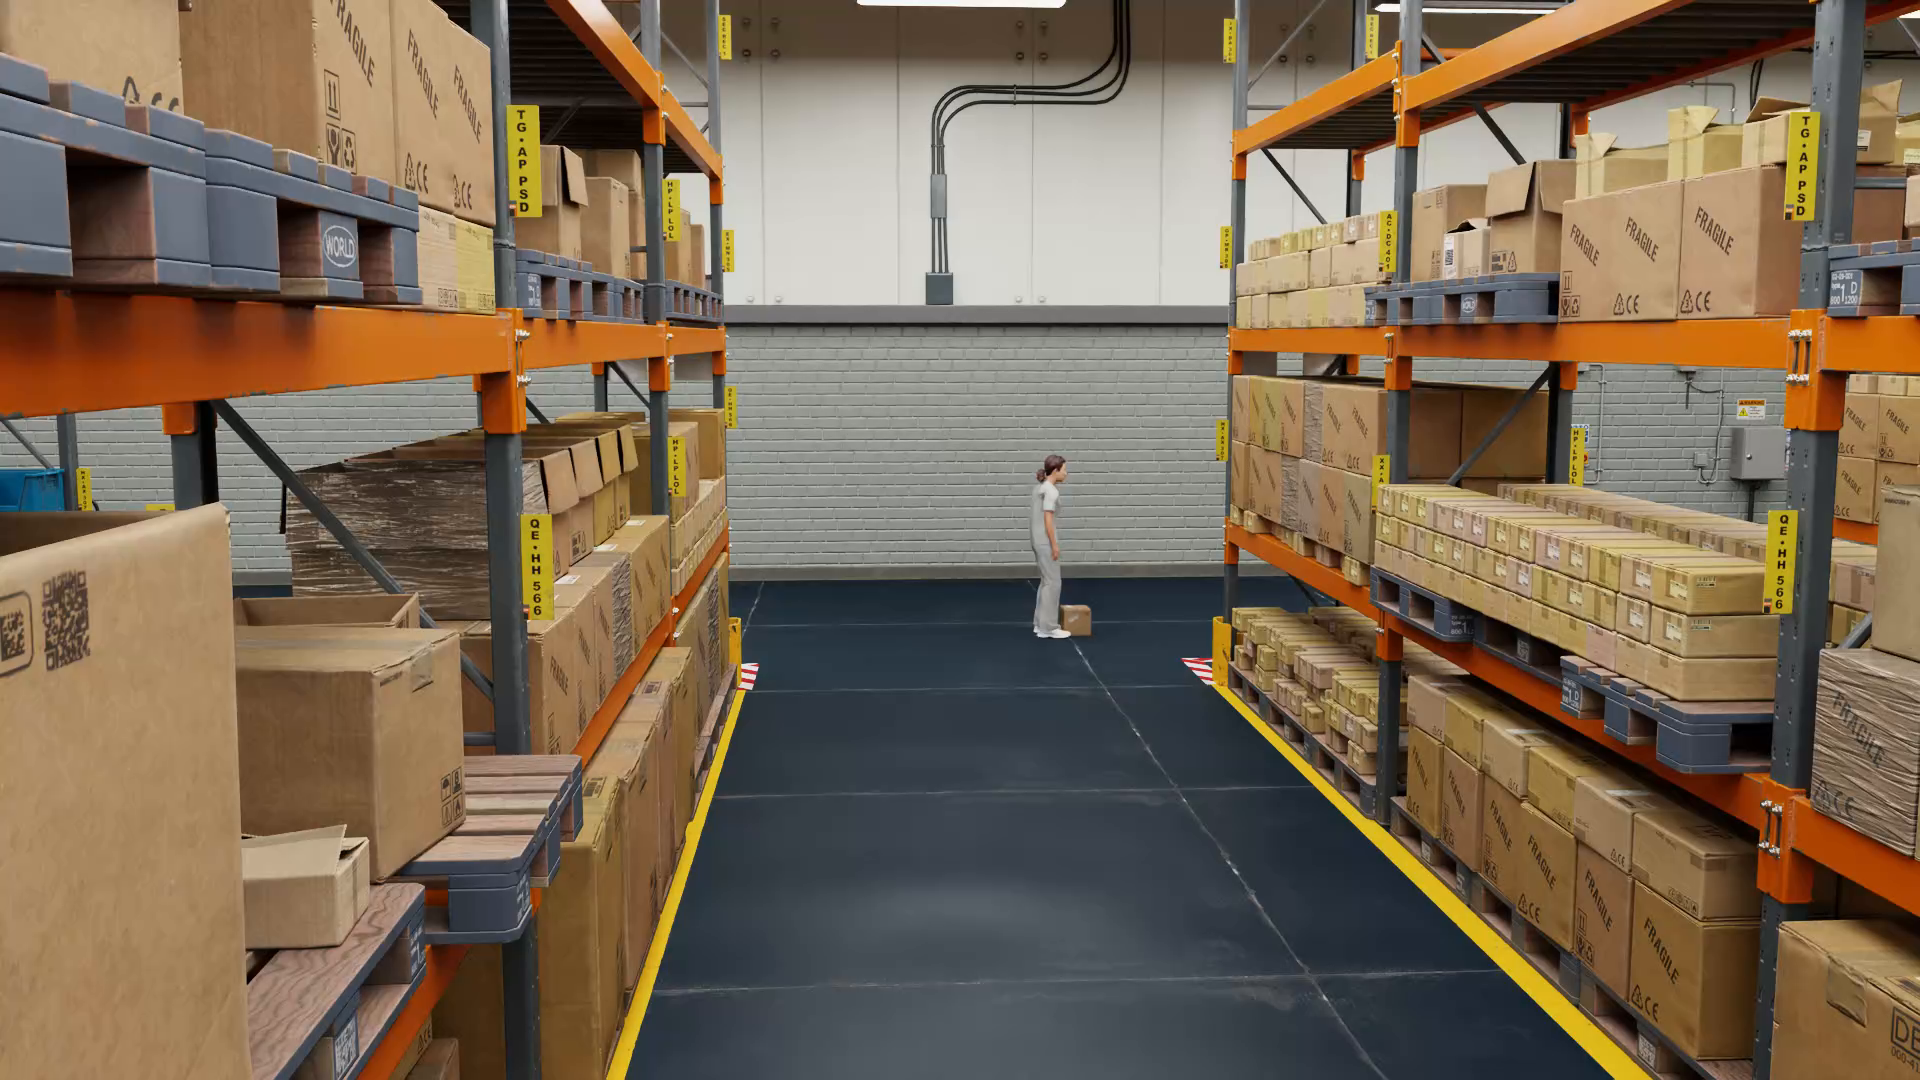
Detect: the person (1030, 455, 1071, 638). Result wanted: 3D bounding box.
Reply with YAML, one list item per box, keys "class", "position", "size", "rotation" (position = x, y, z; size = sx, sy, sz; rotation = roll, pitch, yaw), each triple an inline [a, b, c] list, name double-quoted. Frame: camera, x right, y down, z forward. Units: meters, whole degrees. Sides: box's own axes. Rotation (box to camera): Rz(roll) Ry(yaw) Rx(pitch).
- class: "person"
  position: [0.829, 0.048, 15.362]
  size: [0.355, 1.673, 0.488]
  rotation: [0, 7, -4]
